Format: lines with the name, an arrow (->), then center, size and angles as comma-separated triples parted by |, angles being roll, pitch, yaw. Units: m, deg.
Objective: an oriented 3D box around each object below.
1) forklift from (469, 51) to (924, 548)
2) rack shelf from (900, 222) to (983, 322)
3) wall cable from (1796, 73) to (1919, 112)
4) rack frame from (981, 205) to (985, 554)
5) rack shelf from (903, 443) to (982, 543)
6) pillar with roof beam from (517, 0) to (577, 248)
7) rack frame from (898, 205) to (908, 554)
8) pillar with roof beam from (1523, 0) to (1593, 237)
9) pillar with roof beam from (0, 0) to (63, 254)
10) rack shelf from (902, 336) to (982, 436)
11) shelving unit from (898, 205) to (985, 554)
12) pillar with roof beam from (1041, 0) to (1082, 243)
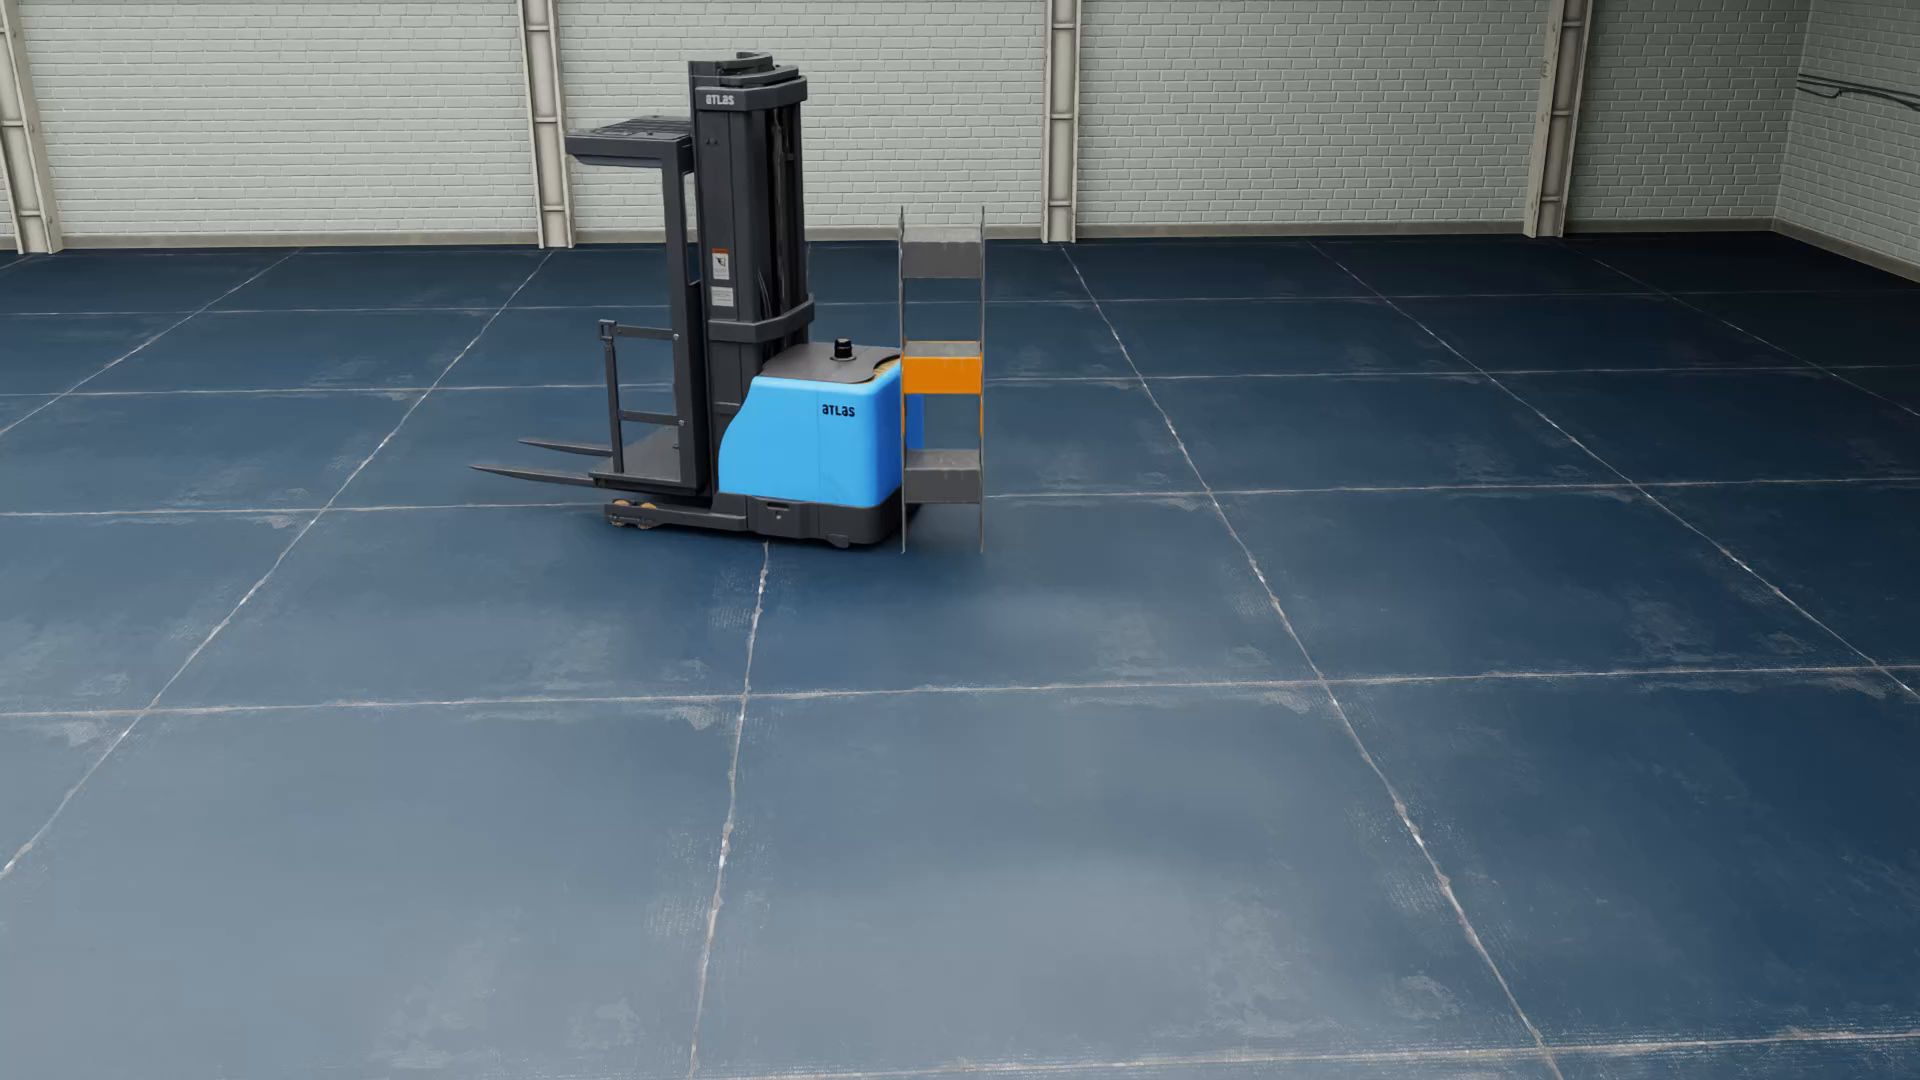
forklift -> -1.801, -1.610, 10.729 | 3.031, 2.935, 1.130 | 7, 22, 17
rack shelf -> -0.105, -1.605, 9.957 | 0.480, 0.518, 0.431 | 0, 21, 0
wall cable -> 10.197, -6.105, 18.373 | 0.112, 2.526, 3.097 | -1, 21, -3
rack frame -> 0.139, -0.963, 10.199 | 0.015, 2.100, 0.400 | 0, 21, 0
rack shelf -> -0.105, -0.297, 10.455 | 0.480, 0.518, 0.431 | 0, 21, 0
pillar with roof beam -> -4.555, -6.193, 14.241 | 0.400, 9.000, 9.100 | -1, 21, -3
rack frame -> -0.349, -0.964, 10.203 | 0.015, 2.100, 0.400 | 0, 21, 0
pillar with roof beam -> 7.426, -6.437, 14.881 | 0.400, 9.000, 9.100 | -1, 21, -3
pillar with roof beam -> -10.545, -6.071, 13.920 | 0.400, 9.000, 9.100 | -1, 21, -3
rack shelf -> -0.105, -0.951, 10.206 | 0.480, 0.518, 0.431 | 0, 21, 0
shelving unit -> -0.105, -0.964, 10.201 | 0.503, 2.100, 0.431 | 0, 21, 0
pillar with roof beam -> 1.436, -6.315, 14.561 | 0.400, 9.000, 9.100 | -1, 21, -3
